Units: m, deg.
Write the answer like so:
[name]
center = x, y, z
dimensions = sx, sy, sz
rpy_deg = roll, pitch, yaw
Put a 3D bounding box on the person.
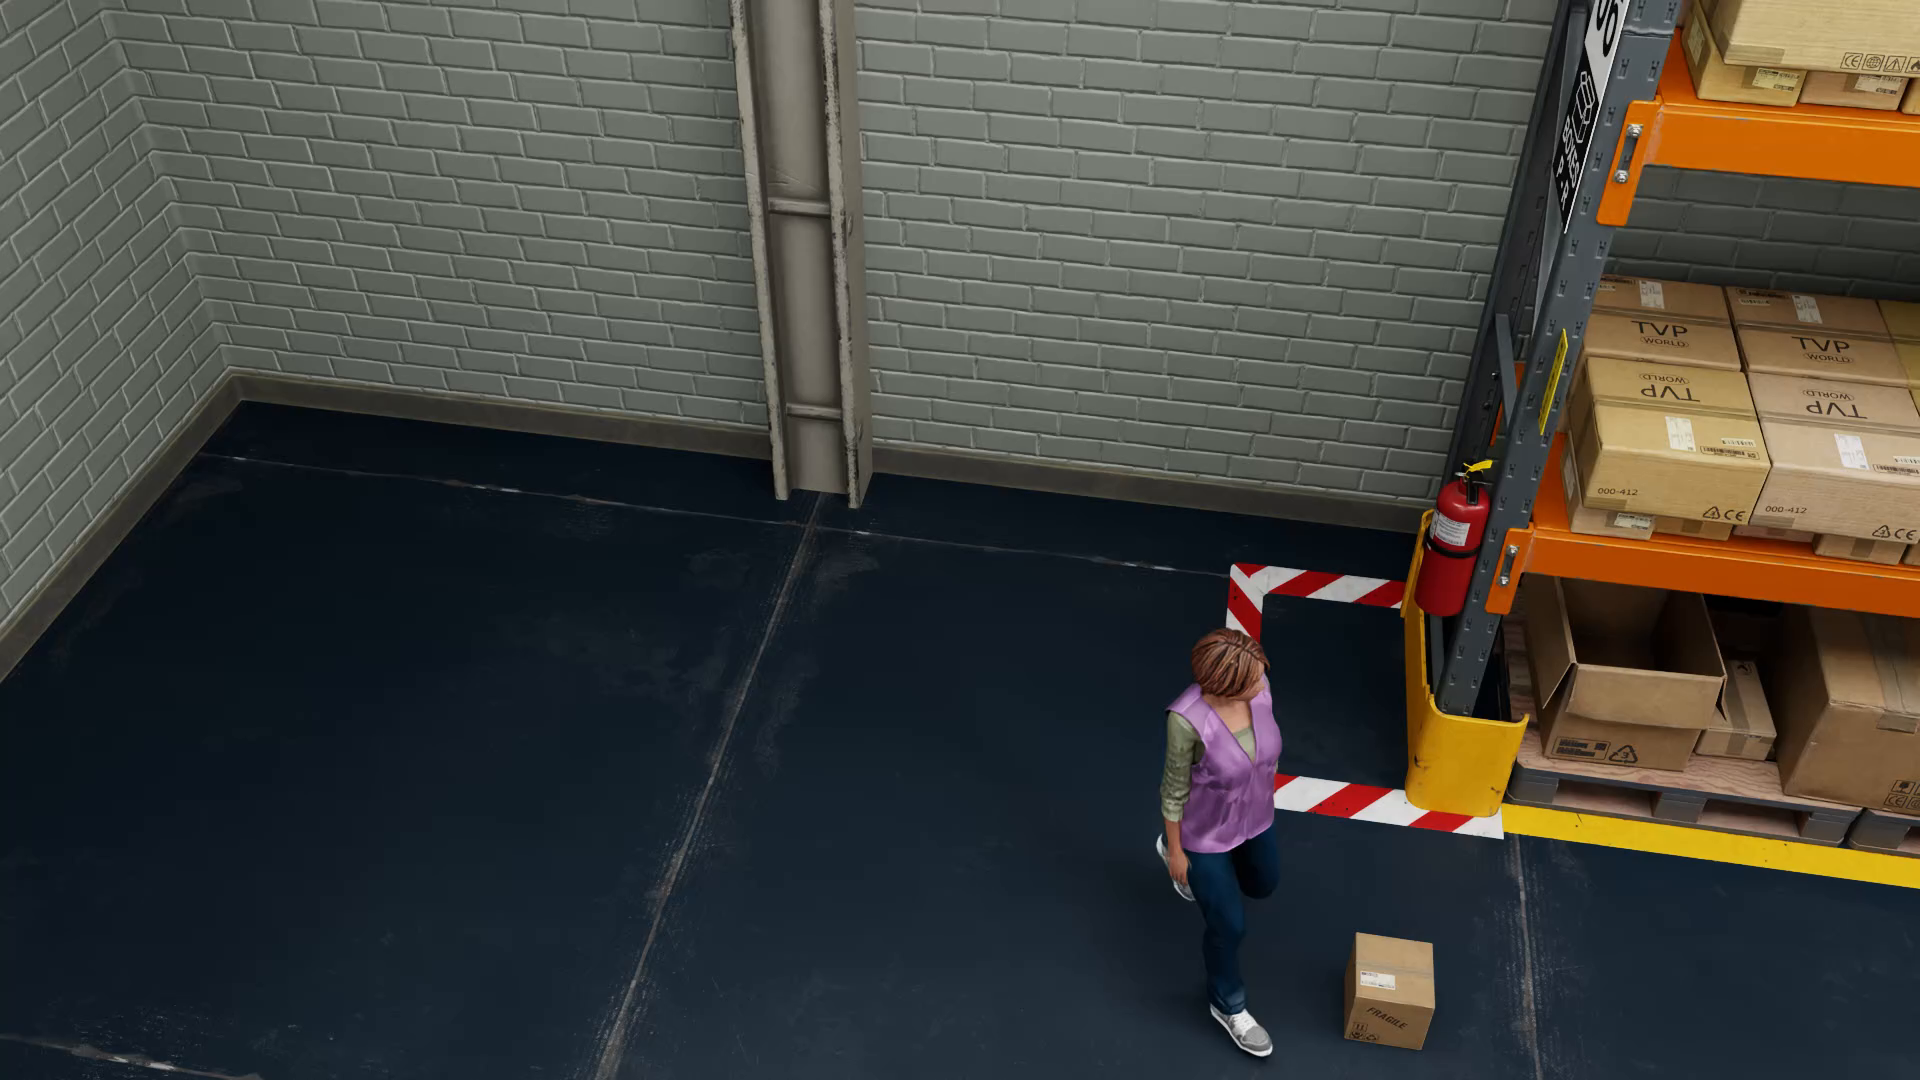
[person]
center = 0.830, 0.879, 5.162
dimensions = 0.438, 1.557, 0.762
rpy_deg = -25, 47, -26
